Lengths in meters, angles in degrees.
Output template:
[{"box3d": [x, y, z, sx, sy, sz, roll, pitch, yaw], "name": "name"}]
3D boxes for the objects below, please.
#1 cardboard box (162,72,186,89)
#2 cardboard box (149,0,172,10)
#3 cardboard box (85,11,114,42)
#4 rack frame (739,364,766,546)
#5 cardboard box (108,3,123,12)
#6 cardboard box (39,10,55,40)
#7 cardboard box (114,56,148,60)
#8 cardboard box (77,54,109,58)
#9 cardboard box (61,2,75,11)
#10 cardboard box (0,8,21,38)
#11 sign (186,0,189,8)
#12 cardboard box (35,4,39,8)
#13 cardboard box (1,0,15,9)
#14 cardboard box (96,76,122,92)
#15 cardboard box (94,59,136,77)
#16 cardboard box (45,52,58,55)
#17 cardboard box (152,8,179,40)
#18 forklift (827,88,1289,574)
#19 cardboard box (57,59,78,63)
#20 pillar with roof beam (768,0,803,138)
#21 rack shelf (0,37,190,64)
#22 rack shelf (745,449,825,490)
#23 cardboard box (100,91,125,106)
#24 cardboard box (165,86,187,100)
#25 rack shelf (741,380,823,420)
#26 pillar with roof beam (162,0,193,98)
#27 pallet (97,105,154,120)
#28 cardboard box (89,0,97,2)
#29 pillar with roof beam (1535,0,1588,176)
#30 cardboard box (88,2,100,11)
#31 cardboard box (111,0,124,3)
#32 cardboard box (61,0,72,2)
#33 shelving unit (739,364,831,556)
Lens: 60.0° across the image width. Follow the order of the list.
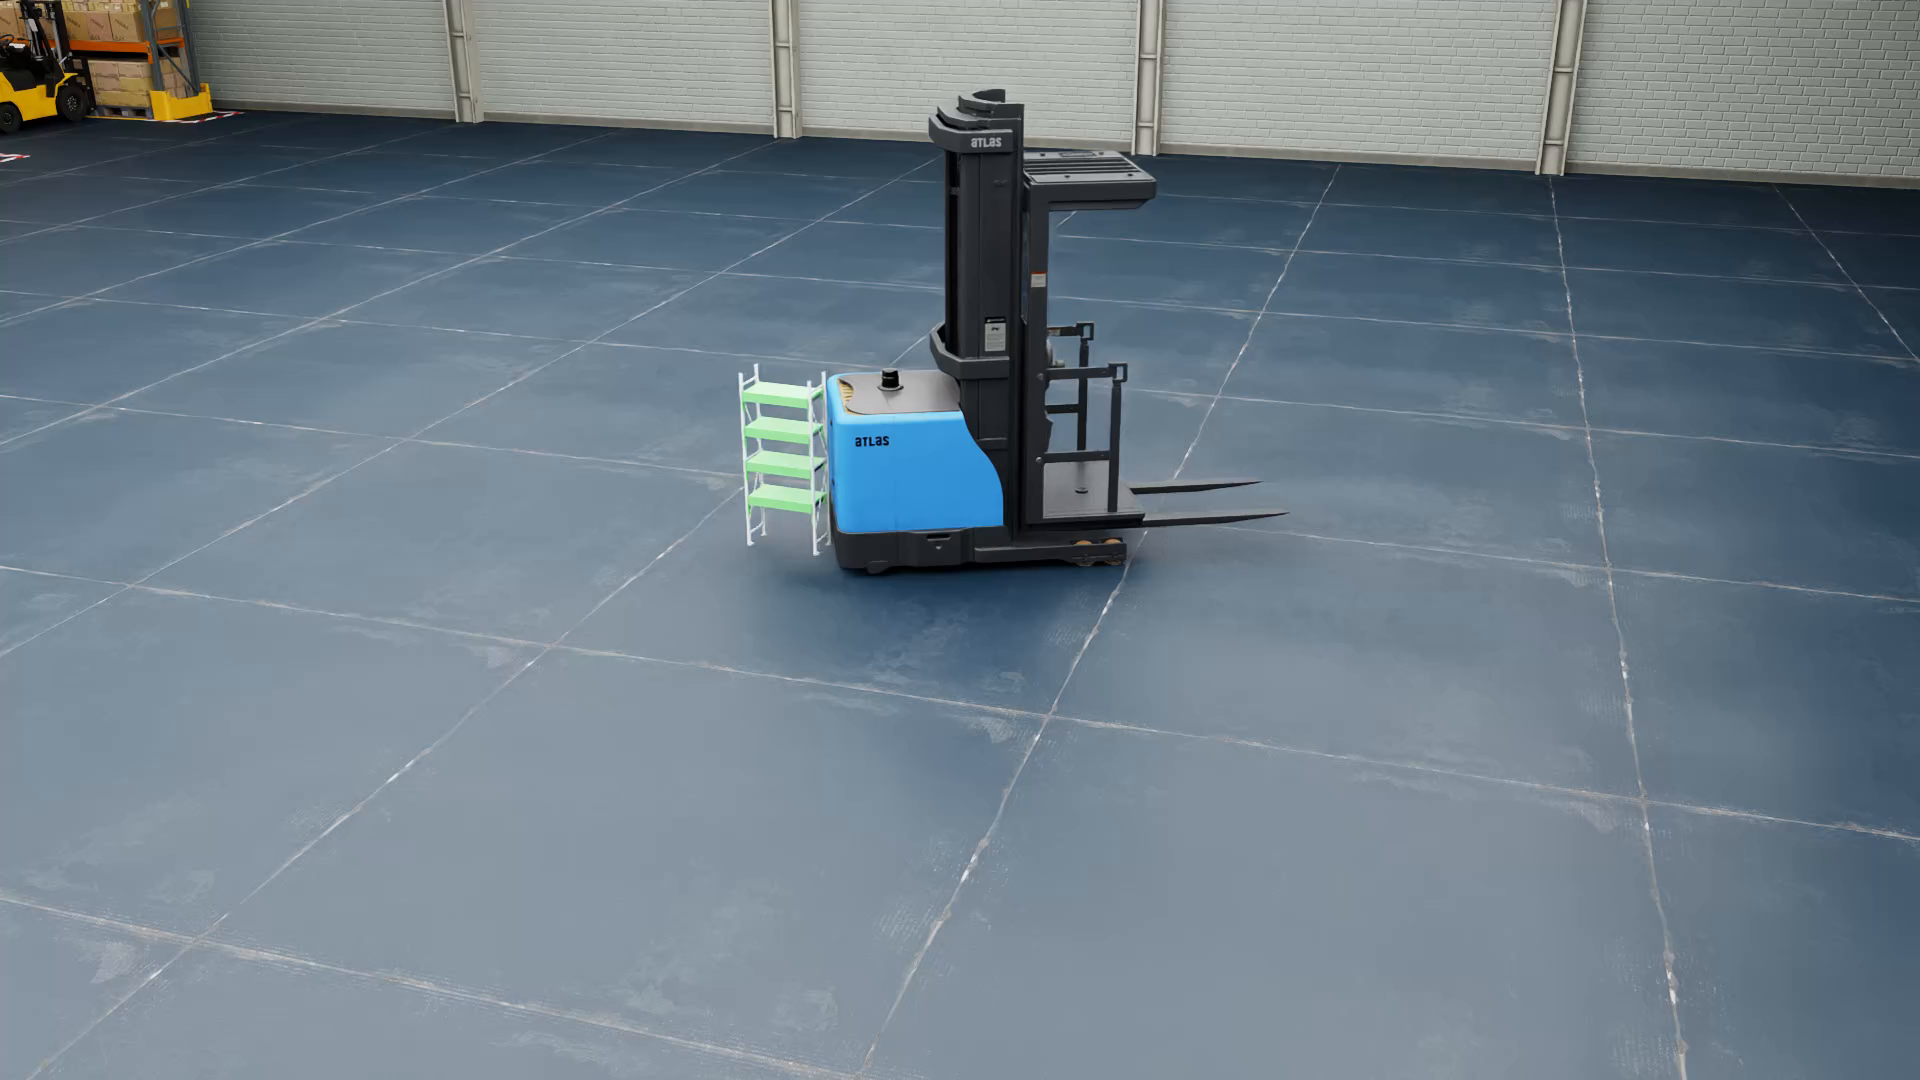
[{"box3d": [-14.319, -8.274, 29.900, 0.500, 0.250, 0.500, 7, 23, 16], "name": "cardboard box"}, {"box3d": [-14.179, -9.472, 29.422, 0.250, 0.149, 0.380, 6, 23, 14], "name": "cardboard box"}, {"box3d": [-14.970, -9.059, 29.270, 0.500, 0.500, 0.500, 7, 23, 17], "name": "cardboard box"}, {"box3d": [-1.378, -0.560, 11.053, 0.015, 1.200, 0.240, 8, 24, 19], "name": "rack frame"}, {"box3d": [-14.595, -9.294, 28.988, 0.250, 0.149, 0.380, 7, 23, 16], "name": "cardboard box"}, {"box3d": [-15.945, -9.166, 29.531, 0.500, 0.500, 0.500, 7, 23, 16], "name": "cardboard box"}, {"box3d": [-14.814, -8.553, 29.922, 0.500, 0.250, 0.500, 7, 23, 16], "name": "cardboard box"}, {"box3d": [-15.778, -8.671, 30.208, 0.500, 0.250, 0.500, 6, 23, 14], "name": "cardboard box"}, {"box3d": [-15.577, -9.408, 29.267, 0.250, 0.149, 0.380, 7, 23, 16], "name": "cardboard box"}, {"box3d": [-16.905, -9.284, 29.819, 0.500, 0.500, 0.500, 7, 23, 16], "name": "cardboard box"}, {"box3d": [-13.763, -9.632, 29.554, 0.005, 0.325, 0.100, 7, 23, 16], "name": "sign"}, {"box3d": [-16.312, -9.497, 29.484, 0.250, 0.149, 0.380, 6, 23, 14], "name": "cardboard box"}, {"box3d": [-16.808, -9.548, 29.607, 0.250, 0.149, 0.380, 7, 23, 17], "name": "cardboard box"}, {"box3d": [-14.962, -8.146, 29.587, 0.500, 0.250, 0.500, 6, 23, 15], "name": "cardboard box"}, {"box3d": [-14.950, -8.370, 29.474, 0.500, 0.250, 0.500, 7, 23, 16], "name": "cardboard box"}, {"box3d": [-16.742, -8.783, 30.482, 0.500, 0.250, 0.500, 6, 23, 15], "name": "cardboard box"}, {"box3d": [-14.323, -9.195, 29.603, 0.500, 0.500, 0.500, 7, 23, 17], "name": "cardboard box"}, {"box3d": [0.655, -1.378, 10.768, 3.031, 2.935, 1.130, -3, 22, -7], "name": "forklift"}, {"box3d": [-15.919, -8.479, 29.742, 0.500, 0.250, 0.500, 6, 23, 14], "name": "cardboard box"}, {"box3d": [-4.090, -9.294, 22.069, 0.400, 9.000, 9.100, 7, 23, 16], "name": "pillar with roof beam"}, {"box3d": [-15.844, -8.880, 29.914, 4.000, 0.370, 1.077, 7, 23, 16], "name": "rack shelf"}, {"box3d": [-1.149, -0.468, 10.999, 0.480, 0.148, 0.258, 8, 24, 19], "name": "rack shelf"}, {"box3d": [-14.943, -7.911, 29.672, 0.500, 0.250, 0.500, 7, 23, 15], "name": "cardboard box"}, {"box3d": [-14.342, -8.041, 29.990, 0.500, 0.250, 0.500, 7, 23, 16], "name": "cardboard box"}, {"box3d": [-1.150, -0.912, 10.817, 0.480, 0.148, 0.258, 8, 24, 19], "name": "rack shelf"}, {"box3d": [-15.579, -10.609, 25.276, 0.400, 9.000, 9.100, 7, 23, 16], "name": "pillar with roof beam"}, {"box3d": [-14.673, -7.772, 29.940, 1.213, 0.211, 1.003, 7, 23, 16], "name": "pallet"}, {"box3d": [-15.053, -9.529, 29.170, 0.250, 0.149, 0.380, 7, 23, 16], "name": "cardboard box"}, {"box3d": [7.398, -7.978, 18.862, 0.400, 9.000, 9.100, 7, 23, 16], "name": "pillar with roof beam"}, {"box3d": [-15.060, -9.376, 29.187, 0.250, 0.149, 0.380, 6, 23, 15], "name": "cardboard box"}, {"box3d": [-14.578, -9.456, 28.992, 0.250, 0.149, 0.380, 7, 23, 16], "name": "cardboard box"}, {"box3d": [-15.583, -9.544, 29.206, 0.250, 0.149, 0.380, 7, 23, 17], "name": "cardboard box"}, {"box3d": [-1.149, -0.527, 10.975, 0.503, 1.200, 0.258, 8, 24, 19], "name": "shelving unit"}]
